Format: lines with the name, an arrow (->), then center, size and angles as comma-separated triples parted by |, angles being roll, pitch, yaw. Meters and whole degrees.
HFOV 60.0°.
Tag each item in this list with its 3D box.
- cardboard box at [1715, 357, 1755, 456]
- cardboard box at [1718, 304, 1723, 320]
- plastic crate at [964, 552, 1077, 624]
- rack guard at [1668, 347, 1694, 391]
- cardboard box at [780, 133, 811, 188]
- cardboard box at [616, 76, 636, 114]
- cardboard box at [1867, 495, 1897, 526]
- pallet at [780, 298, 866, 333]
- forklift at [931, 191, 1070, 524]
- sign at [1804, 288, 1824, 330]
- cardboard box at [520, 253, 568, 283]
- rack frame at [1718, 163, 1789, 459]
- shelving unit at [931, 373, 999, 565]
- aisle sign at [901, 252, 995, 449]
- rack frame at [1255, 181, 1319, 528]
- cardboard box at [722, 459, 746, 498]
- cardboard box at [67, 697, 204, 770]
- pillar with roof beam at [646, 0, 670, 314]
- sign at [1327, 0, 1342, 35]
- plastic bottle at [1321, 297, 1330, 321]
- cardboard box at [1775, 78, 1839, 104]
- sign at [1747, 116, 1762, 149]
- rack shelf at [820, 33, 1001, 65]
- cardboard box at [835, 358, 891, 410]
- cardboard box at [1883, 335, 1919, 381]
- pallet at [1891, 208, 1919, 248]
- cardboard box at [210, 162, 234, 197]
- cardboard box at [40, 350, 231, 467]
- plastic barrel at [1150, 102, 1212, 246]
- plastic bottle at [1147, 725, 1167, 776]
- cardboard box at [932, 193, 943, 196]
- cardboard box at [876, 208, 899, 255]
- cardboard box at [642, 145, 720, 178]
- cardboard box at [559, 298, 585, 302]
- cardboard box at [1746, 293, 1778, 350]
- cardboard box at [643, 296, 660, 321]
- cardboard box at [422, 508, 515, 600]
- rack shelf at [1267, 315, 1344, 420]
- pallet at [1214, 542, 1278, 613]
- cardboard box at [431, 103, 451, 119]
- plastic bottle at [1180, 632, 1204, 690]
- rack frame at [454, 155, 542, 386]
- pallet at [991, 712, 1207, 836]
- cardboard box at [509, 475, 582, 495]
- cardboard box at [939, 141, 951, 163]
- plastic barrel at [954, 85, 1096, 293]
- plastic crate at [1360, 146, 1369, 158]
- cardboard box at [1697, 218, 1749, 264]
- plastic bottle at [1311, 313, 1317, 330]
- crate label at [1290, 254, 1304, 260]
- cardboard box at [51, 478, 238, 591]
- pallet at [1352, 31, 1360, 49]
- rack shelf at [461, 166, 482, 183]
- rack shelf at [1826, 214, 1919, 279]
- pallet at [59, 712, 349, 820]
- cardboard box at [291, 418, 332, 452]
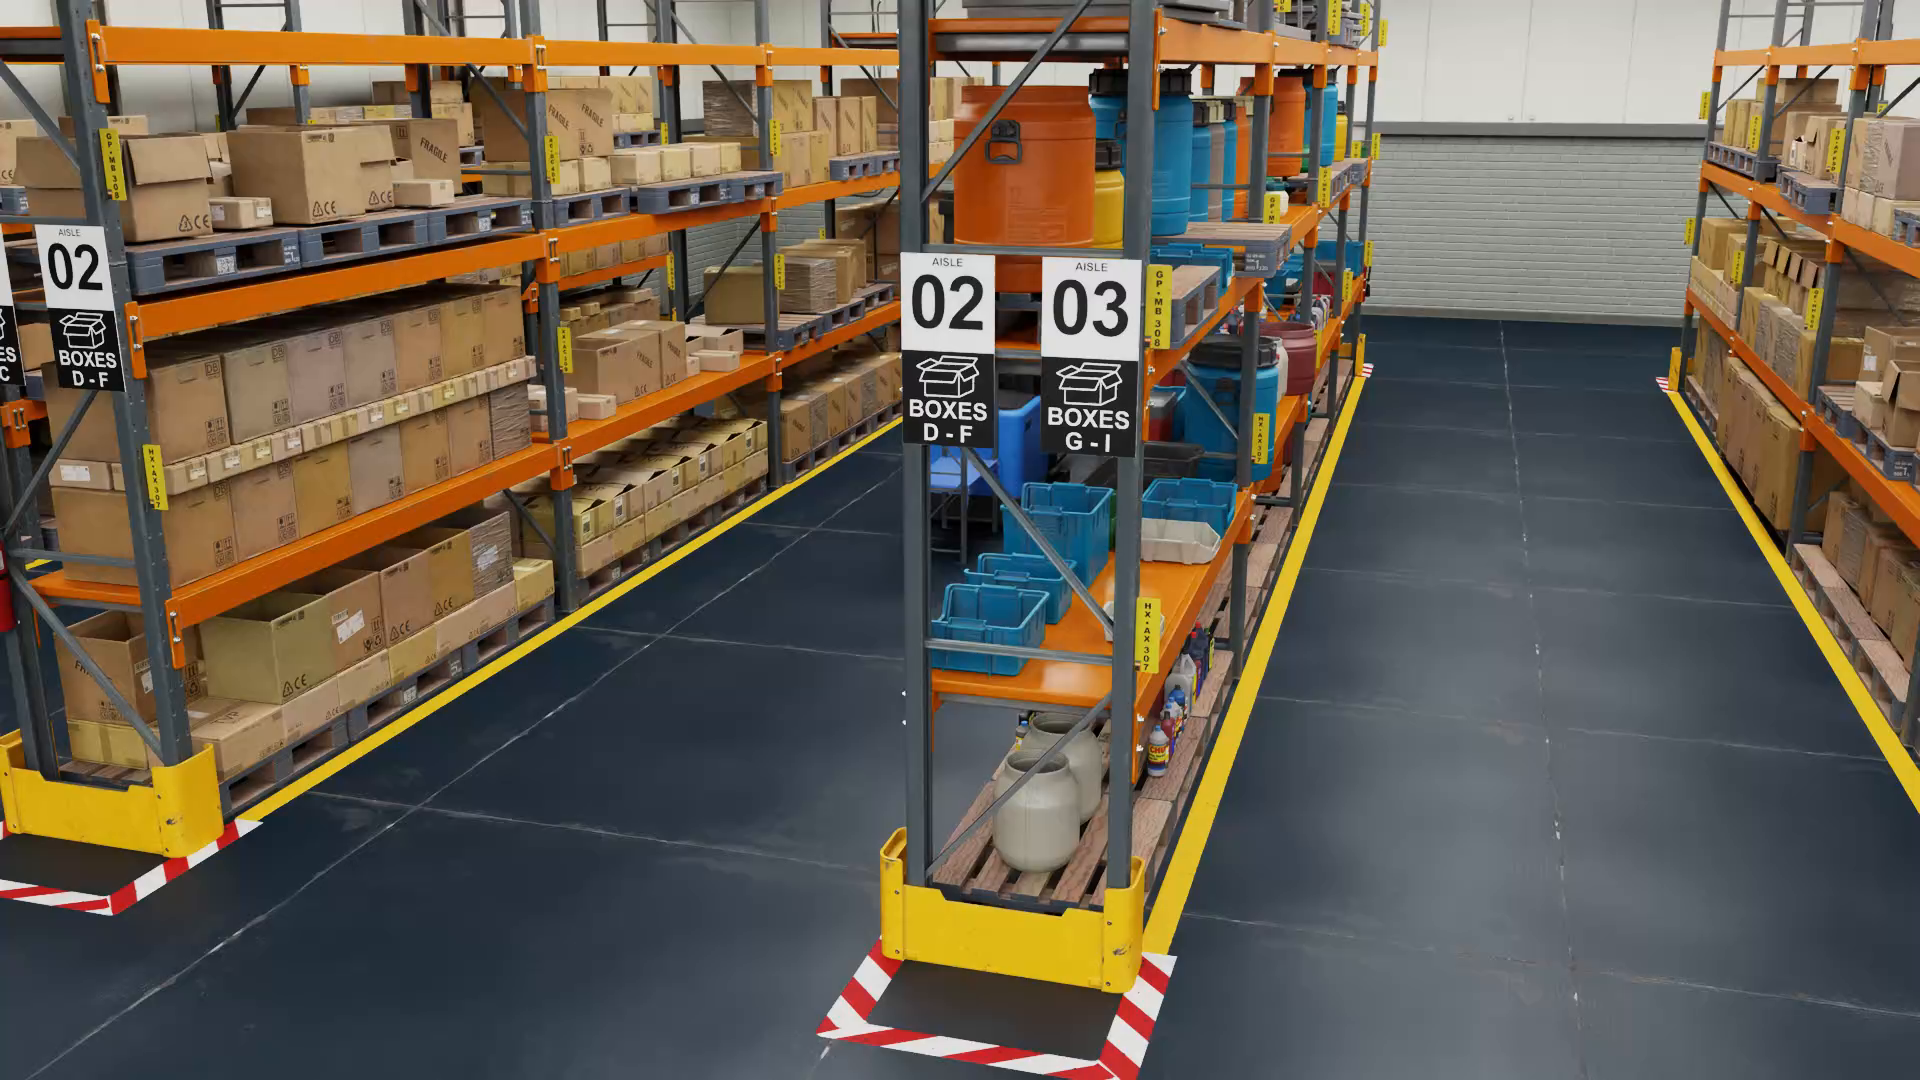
cardboard box -> 8.252, -1.280, 16.469 | 1.225, 0.875, 0.875 | 5, 16, 16
cardboard box -> 8.406, -2.455, 17.948 | 0.380, 0.149, 0.250 | 5, 17, 17
plastic crate -> 0.301, 0.234, 8.278 | 0.499, 0.251, 0.408 | 5, 16, 16
rack guard -> 9.558, -2.119, 20.884 | 1.175, 0.500, 0.348 | 5, 16, 16
cardboard box -> -1.983, -3.733, 16.313 | 0.910, 0.500, 0.500 | 5, 16, 16
cardboard box -> -4.795, -6.107, 22.813 | 0.500, 0.500, 0.500 | 5, 17, 18
cardboard box -> 6.975, -0.275, 12.203 | 0.500, 0.250, 0.500 | 7, 17, 22
pallet -> -1.671, -2.408, 17.675 | 1.003, 0.211, 1.213 | 5, 16, 16
forklift -> 0.447, -1.901, 15.659 | 1.130, 2.935, 3.031 | 4, 16, 15
sign -> 6.744, -1.822, 13.133 | 0.100, 0.325, 0.005 | 5, 16, 16
cardboard box -> -5.663, -3.706, 21.349 | 0.980, 0.700, 0.700 | 5, 17, 17
rack frame -> 8.414, -2.269, 16.832 | 1.000, 3.000, 0.127 | 5, 16, 16
shelving unit -> -0.050, -0.672, 13.950 | 0.538, 1.500, 1.048 | 4, 16, 15
aisle sign -> -0.050, -0.768, 6.777 | 0.394, 0.787, 0.004 | 5, 16, 16
rack frame -> 2.529, -1.607, 14.496 | 1.000, 3.000, 0.127 | 5, 16, 16
cardboard box -> -2.278, -0.579, 15.143 | 0.500, 0.250, 0.500 | 4, 16, 15
cardboard box -> -4.624, 1.059, 9.368 | 0.500, 0.250, 0.500 | 5, 16, 16
pillar with roof beam -> -0.631, -7.794, 25.315 | 9.100, 9.000, 0.400 | 5, 16, 16
sign -> 3.058, -4.297, 13.578 | 0.100, 0.325, 0.005 | 5, 16, 16
plastic bottle -> 3.863, -2.465, 17.751 | 0.152, 0.276, 0.135 | 5, 16, 16
cardboard box -> 8.688, -4.617, 17.101 | 0.500, 0.250, 0.500 | 4, 16, 12
sign -> 7.882, -4.041, 16.491 | 0.100, 0.325, 0.005 | 5, 16, 16
rack shelf -> -0.514, -6.100, 20.668 | 1.077, 0.370, 4.000 | 5, 16, 16
cardboard box -> -1.097, -1.767, 18.837 | 0.500, 0.500, 0.500 | 5, 16, 16
cardboard box -> 7.100, -1.174, 12.020 | 0.700, 0.500, 0.500 | 7, 17, 24
pallet -> 6.710, -1.953, 10.567 | 1.213, 0.211, 1.003 | 5, 16, 16
cardboard box -> -4.260, -2.035, 9.648 | 0.500, 0.311, 0.500 | 7, 17, 22
cardboard box -> -4.333, -0.706, 8.760 | 0.700, 0.500, 0.500 | 5, 16, 16
plastic barrel -> 1.328, -2.394, 10.857 | 0.600, 0.901, 0.708 | 5, 16, 16
plastic bottle -> 1.069, 1.137, 9.017 | 0.097, 0.271, 0.097 | 0, 16, 0
cardboard box -> -0.466, -4.381, 22.261 | 0.500, 0.500, 0.500 | 5, 17, 16
cardboard box -> -0.679, -3.669, 19.751 | 0.500, 0.500, 0.500 | 5, 17, 17
cardboard box -> -2.426, -3.303, 14.485 | 0.500, 0.250, 0.500 | 5, 17, 17
cardboard box -> -5.387, -3.239, 22.873 | 0.380, 0.149, 0.250 | 4, 16, 15
cardboard box -> 7.902, -2.084, 15.998 | 0.500, 0.500, 0.500 | 5, 16, 16
cardboard box -> -4.799, -3.276, 24.195 | 0.700, 0.500, 0.500 | 5, 16, 16
cardboard box -> -3.432, 0.083, 11.434 | 0.500, 0.500, 0.500 | 5, 16, 16
rack shelf -> 3.097, -1.784, 16.439 | 1.077, 0.370, 4.000 | 5, 16, 16
pallet -> 1.923, 0.253, 13.051 | 1.003, 0.211, 1.213 | 5, 16, 16
cardboard box -> -6.285, -4.752, 19.099 | 0.700, 0.500, 0.500 | 4, 16, 15
plastic bottle -> 1.431, 0.744, 10.258 | 0.144, 0.351, 0.185 | 4, 16, 13
rack frame -> -5.833, -3.421, 20.894 | 1.000, 3.000, 0.127 | 5, 16, 16
pallet -> 0.816, 1.274, 9.450 | 1.003, 0.211, 1.213 | 5, 16, 16
cardboard box -> -3.374, -0.359, 13.339 | 0.500, 0.311, 0.500 | 5, 17, 17
cardboard box -> -0.418, -4.778, 20.456 | 0.500, 0.250, 0.500 | 5, 16, 16
plastic barrel -> 0.272, -1.502, 7.075 | 0.600, 0.830, 0.708 | 5, 16, 16
plastic crate -> 4.796, -4.760, 20.507 | 0.450, 0.188, 0.336 | 5, 16, 16
cardboard box -> 9.014, -3.512, 19.569 | 0.500, 0.500, 0.500 | 4, 16, 15
plastic bottle -> 3.405, -2.075, 16.239 | 0.144, 0.351, 0.185 | 5, 16, 16
crate label -> 4.416, -3.609, 21.752 | 0.416, 0.233, 0.303 | 5, 16, 16
cardboard box -> -4.348, -0.068, 8.888 | 0.700, 0.500, 0.500 | 5, 16, 16
pallet -> 3.460, -5.037, 16.676 | 1.003, 0.211, 1.213 | 5, 16, 16
rack shelf -> -6.401, -3.995, 18.738 | 1.077, 0.370, 4.000 | 5, 16, 16
rack shelf -> 6.709, -1.796, 10.986 | 1.077, 0.370, 4.000 | 5, 16, 16
pallet -> -4.316, 1.240, 9.572 | 1.003, 0.211, 1.213 | 5, 16, 16
cardboard box -> -3.883, -0.615, 9.628 | 0.380, 0.149, 0.250 | 4, 16, 14
